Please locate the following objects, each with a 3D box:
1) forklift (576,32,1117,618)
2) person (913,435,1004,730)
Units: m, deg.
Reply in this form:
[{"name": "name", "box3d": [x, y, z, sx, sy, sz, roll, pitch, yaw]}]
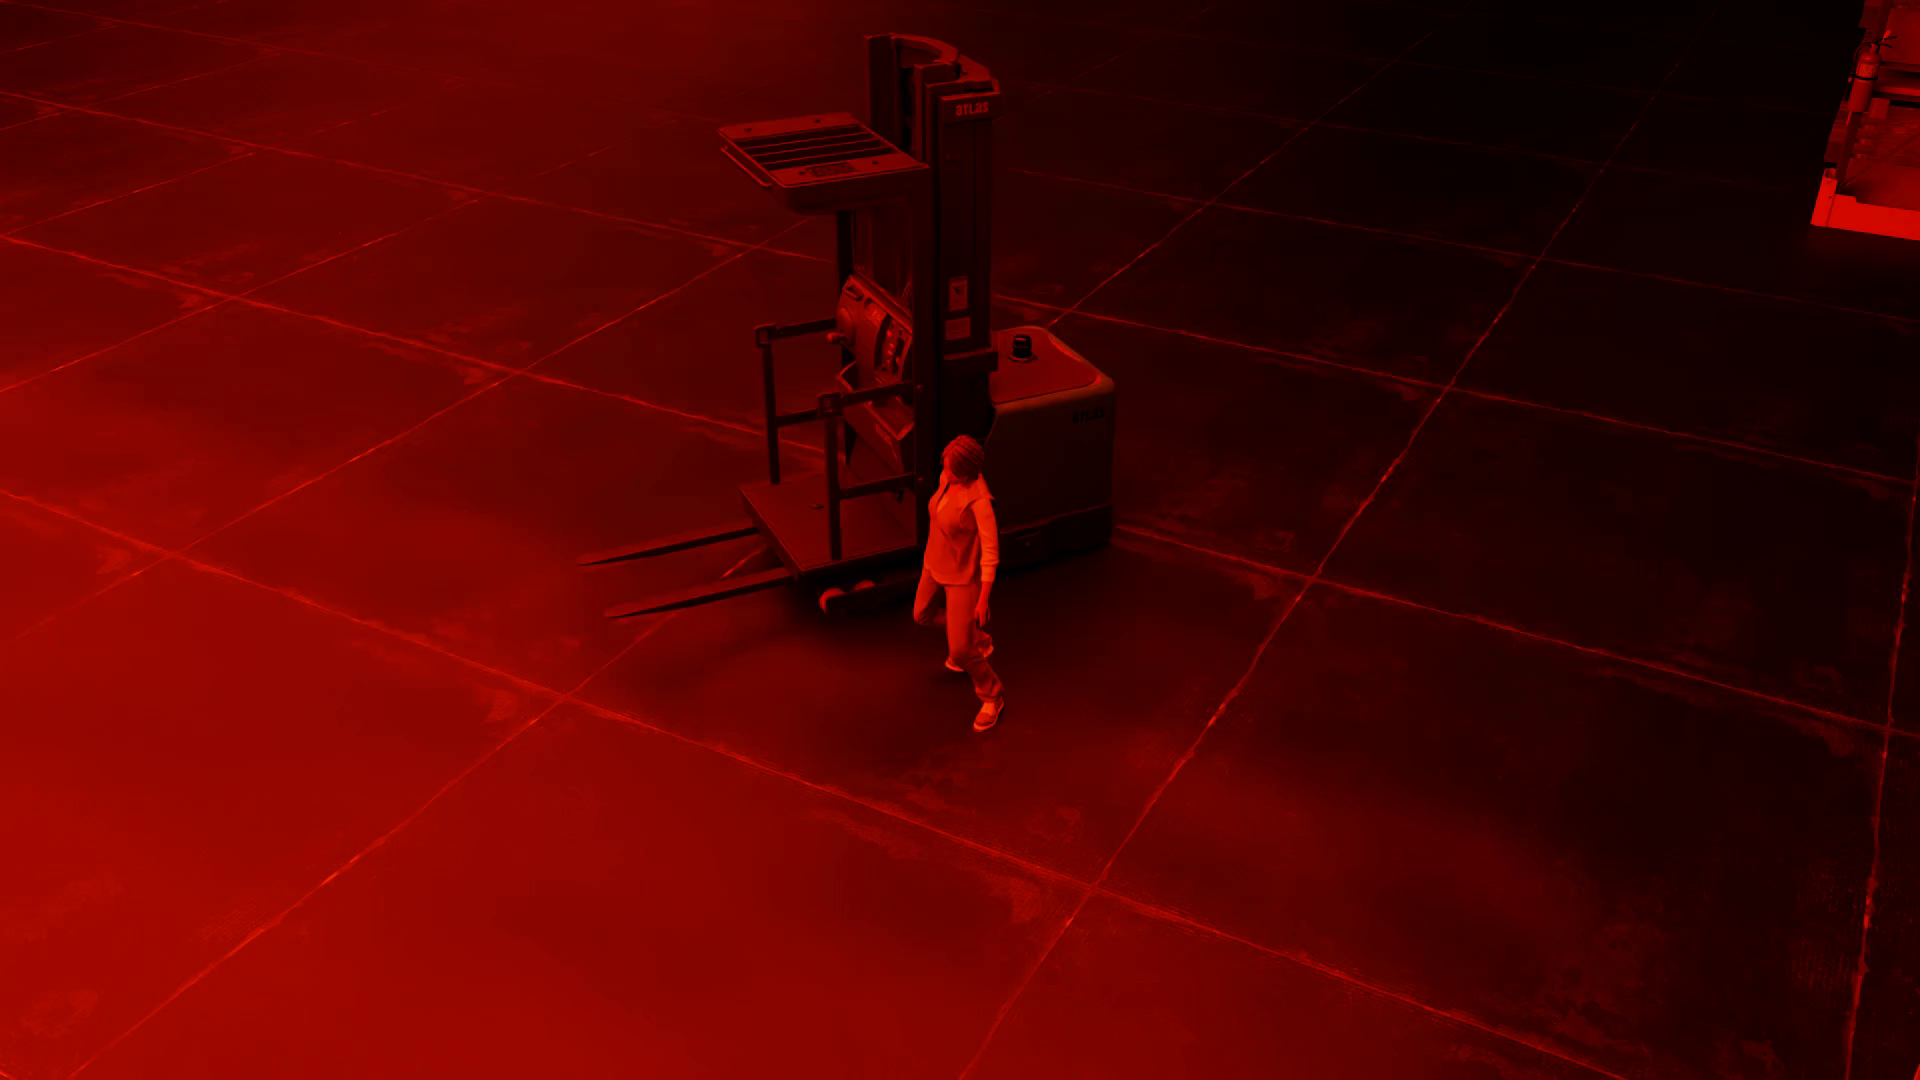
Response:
[{"name": "forklift", "box3d": [-0.651, -1.136, 9.039, 3.031, 2.935, 1.130, -13, 33, -22]}, {"name": "person", "box3d": [0.024, 0.123, 8.277, 0.444, 1.529, 0.743, -12, 32, -21]}]
